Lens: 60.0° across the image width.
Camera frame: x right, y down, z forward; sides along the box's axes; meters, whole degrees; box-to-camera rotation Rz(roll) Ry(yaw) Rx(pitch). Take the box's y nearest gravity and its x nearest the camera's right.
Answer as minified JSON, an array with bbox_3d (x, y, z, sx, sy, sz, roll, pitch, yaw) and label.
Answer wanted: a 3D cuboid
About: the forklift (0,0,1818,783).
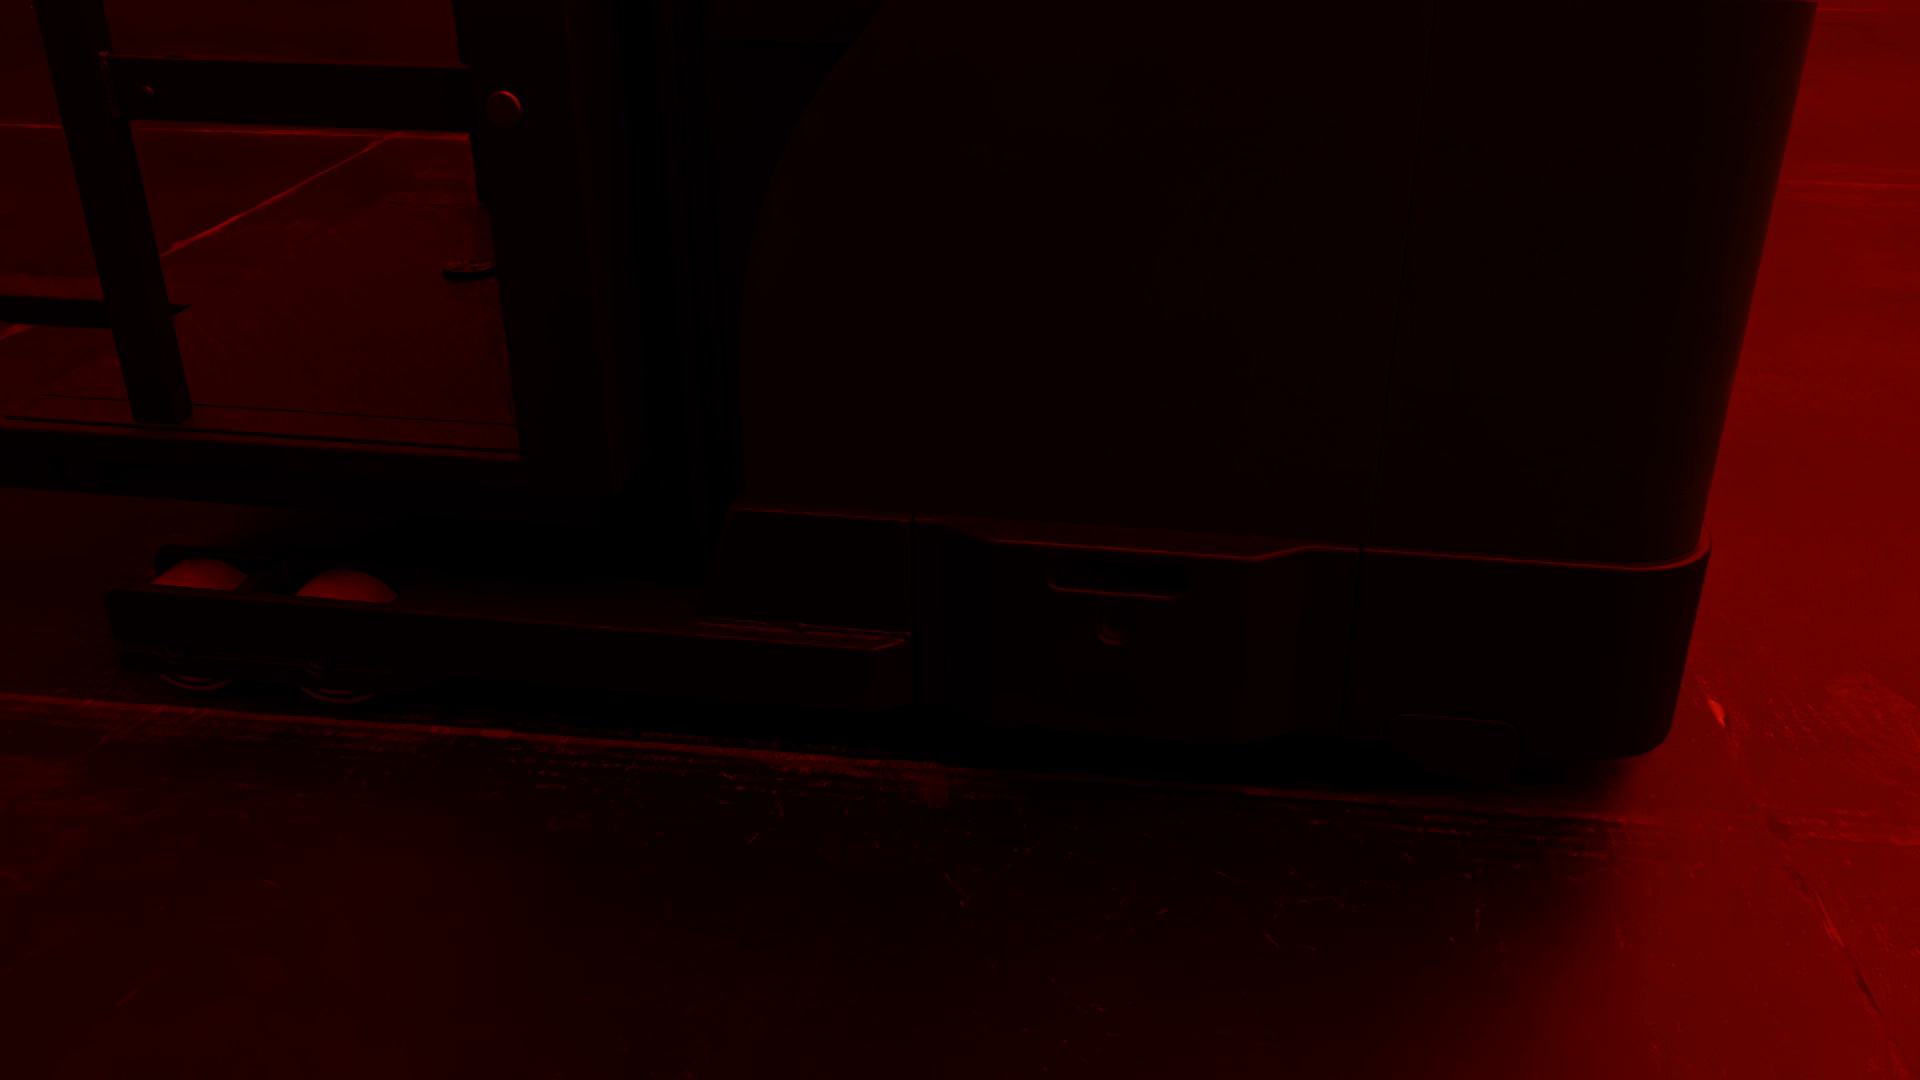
[{"bbox_3d":[-0.609,-1.333,1.889,3.031,2.935,1.130,4,27,8],"label":"forklift"}]
